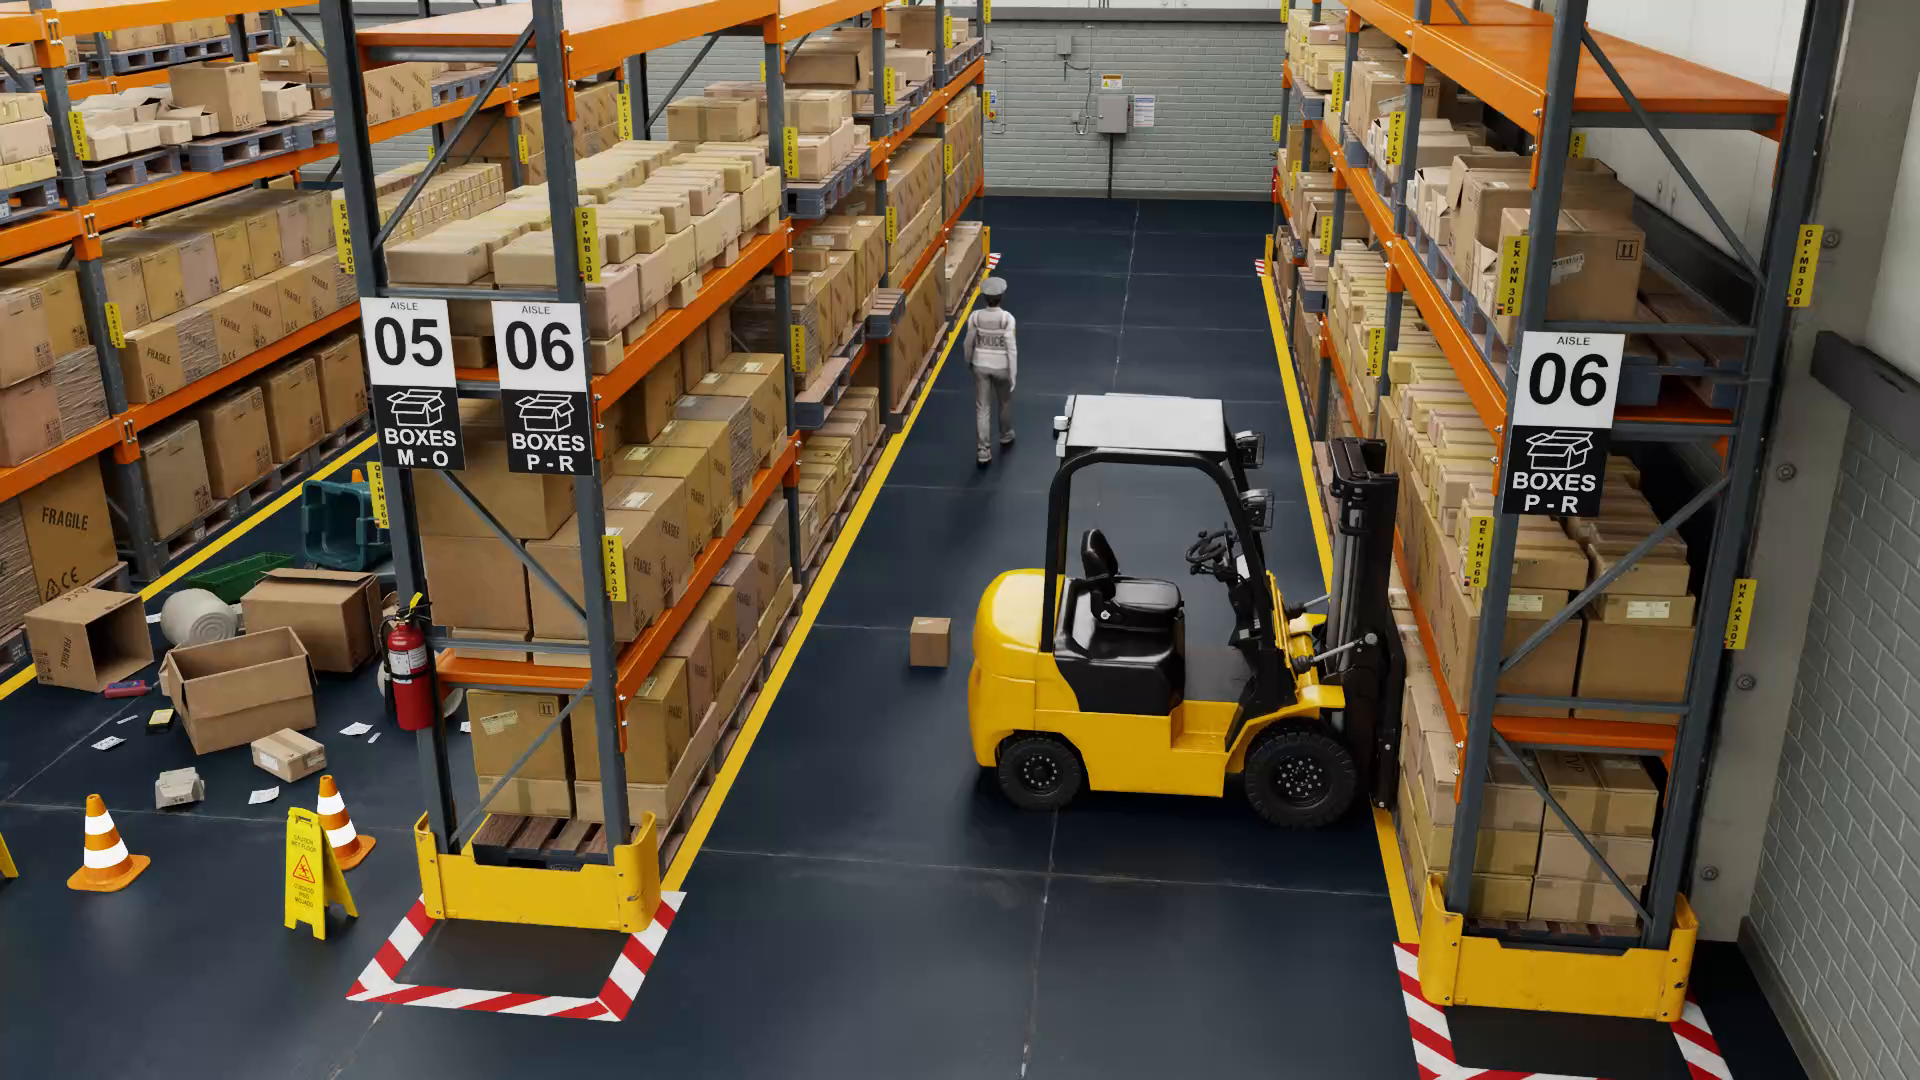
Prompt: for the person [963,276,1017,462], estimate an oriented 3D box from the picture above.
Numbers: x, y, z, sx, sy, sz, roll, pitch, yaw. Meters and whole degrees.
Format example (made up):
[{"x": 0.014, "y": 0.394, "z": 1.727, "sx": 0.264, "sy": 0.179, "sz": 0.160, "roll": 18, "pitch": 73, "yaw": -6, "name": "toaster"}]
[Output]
[{"x": 0.282, "y": -1.598, "z": 15.106, "sx": 0.505, "sy": 1.630, "sz": 0.969, "roll": 2, "pitch": 21, "yaw": 6, "name": "person"}]
